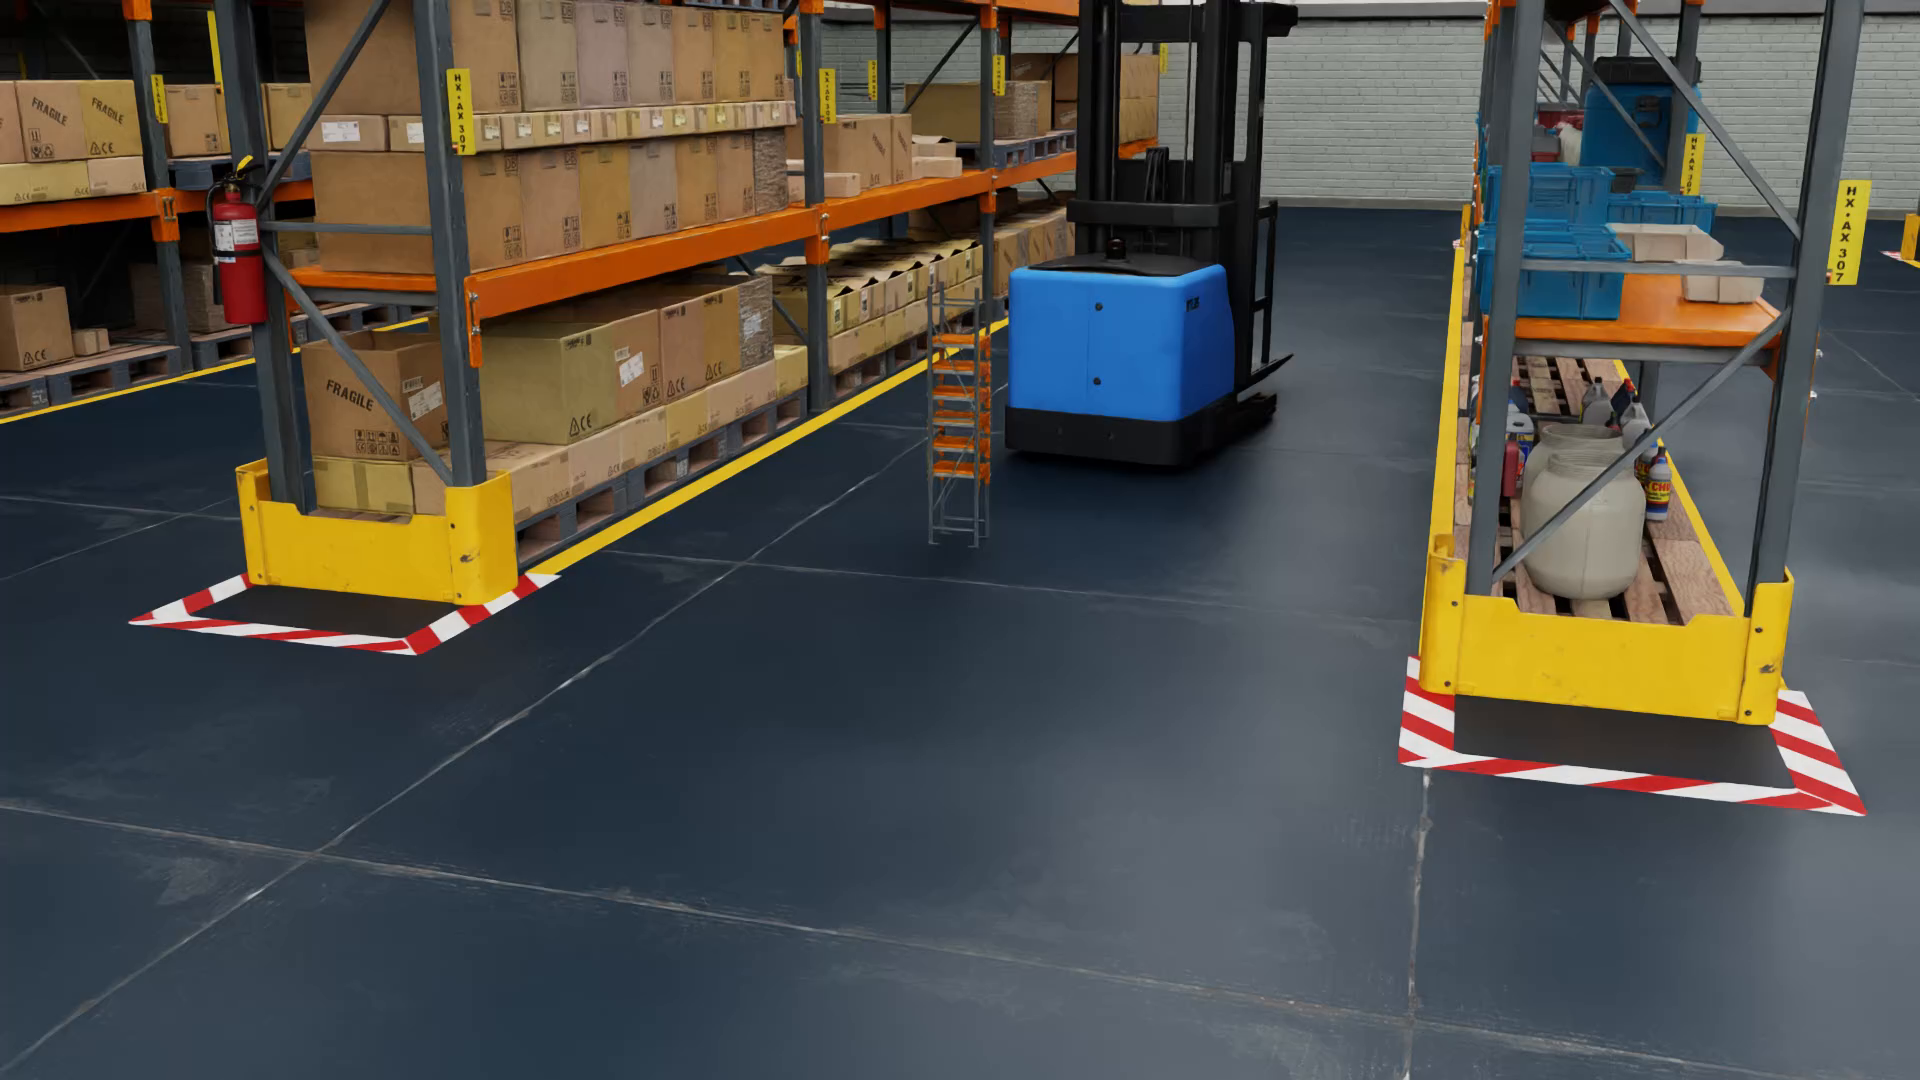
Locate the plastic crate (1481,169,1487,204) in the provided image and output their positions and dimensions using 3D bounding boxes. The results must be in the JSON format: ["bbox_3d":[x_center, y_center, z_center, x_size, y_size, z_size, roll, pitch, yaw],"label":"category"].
[{"bbox_3d":[3.628,-2.301,10.833,0.450,0.188,0.662,5,16,16],"label":"plastic crate"}]

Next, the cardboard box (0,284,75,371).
[{"bbox_3d":[-6.352,-1.428,11.142,0.500,0.500,0.500,3,16,12],"label":"cardboard box"}]

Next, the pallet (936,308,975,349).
[{"bbox_3d":[-0.479,-1.803,13.800,1.003,0.211,1.213,5,16,16],"label":"pallet"}]

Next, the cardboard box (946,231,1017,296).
[{"bbox_3d":[0.195,-2.463,14.791,0.500,0.500,0.500,5,17,18],"label":"cardboard box"}]

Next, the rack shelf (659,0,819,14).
[{"bbox_3d":[-1.913,-2.884,8.323,1.077,0.370,4.000,5,16,16],"label":"rack shelf"}]

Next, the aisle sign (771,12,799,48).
[{"bbox_3d":[-2.377,-7.079,22.528,0.394,0.787,0.004,5,16,16],"label":"aisle sign"}]

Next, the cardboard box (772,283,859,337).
[{"bbox_3d":[-0.989,-1.548,11.033,0.500,0.311,0.500,5,16,16],"label":"cardboard box"}]

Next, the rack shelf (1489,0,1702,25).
[{"bbox_3d":[3.972,-3.546,10.655,1.077,0.370,4.000,5,16,16],"label":"rack shelf"}]

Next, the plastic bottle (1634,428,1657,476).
[{"bbox_3d":[3.264,-0.397,7.926,0.097,0.271,0.097,0,16,0],"label":"plastic bottle"}]

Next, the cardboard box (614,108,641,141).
[{"bbox_3d":[-1.799,-2.047,8.178,0.380,0.149,0.250,4,16,15],"label":"cardboard box"}]

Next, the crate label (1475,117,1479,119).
[{"bbox_3d":[6.428,-4.974,20.066,0.416,0.233,0.303,5,16,16],"label":"crate label"}]

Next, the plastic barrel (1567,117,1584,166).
[{"bbox_3d":[4.094,-2.416,10.602,0.433,0.535,0.433,0,16,0],"label":"plastic barrel"}]

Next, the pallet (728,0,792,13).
[{"bbox_3d":[-2.886,-7.039,21.814,1.003,0.211,1.213,5,16,16],"label":"pallet"}]

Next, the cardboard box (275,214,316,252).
[{"bbox_3d":[-5.636,-2.509,13.580,0.500,0.250,0.500,4,16,14],"label":"cardboard box"}]

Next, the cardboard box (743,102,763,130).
[{"bbox_3d":[-1.361,-2.450,9.597,0.380,0.149,0.250,4,16,14],"label":"cardboard box"}]

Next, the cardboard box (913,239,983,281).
[{"bbox_3d":[-0.121,-2.350,13.859,0.500,0.311,0.500,5,17,17],"label":"cardboard box"}]

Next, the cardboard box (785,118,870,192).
[{"bbox_3d":[-0.961,-2.696,11.655,0.500,0.500,0.500,6,17,20],"label":"cardboard box"}]

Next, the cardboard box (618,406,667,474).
[{"bbox_3d":[-1.835,-0.528,8.464,0.500,0.250,0.500,5,16,16],"label":"cardboard box"}]

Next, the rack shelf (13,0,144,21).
[{"bbox_3d":[-6.664,-3.268,9.674,1.077,0.370,4.000,5,16,16],"label":"rack shelf"}]

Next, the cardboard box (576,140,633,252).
[{"bbox_3d":[-2.045,-1.701,8.145,0.700,0.500,0.500,5,17,16],"label":"cardboard box"}]

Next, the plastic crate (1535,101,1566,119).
[{"bbox_3d":[6.897,-5.009,19.817,0.616,0.435,0.499,5,16,16],"label":"plastic crate"}]

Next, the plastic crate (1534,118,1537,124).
[{"bbox_3d":[6.287,-4.376,17.866,0.437,0.282,0.530,5,16,16],"label":"plastic crate"}]

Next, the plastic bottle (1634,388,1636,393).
[{"bbox_3d":[3.583,-0.679,8.898,0.061,0.283,0.133,5,17,19],"label":"plastic bottle"}]

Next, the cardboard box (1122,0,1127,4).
[{"bbox_3d":[1.594,-6.144,18.771,0.500,0.250,0.500,5,16,16],"label":"cardboard box"}]

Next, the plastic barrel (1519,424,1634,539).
[{"bbox_3d":[2.523,-0.193,6.804,0.421,0.512,0.421,0,16,0],"label":"plastic barrel"}]

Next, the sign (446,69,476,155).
[{"bbox_3d":[-1.951,-1.674,6.503,0.100,0.325,0.005,5,16,16],"label":"sign"}]

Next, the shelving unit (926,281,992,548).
[{"bbox_3d":[-0.004,-0.573,7.652,0.258,1.200,0.189,5,16,16],"label":"shelving unit"}]

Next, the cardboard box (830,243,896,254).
[{"bbox_3d":[-0.780,-2.254,13.520,0.500,0.311,0.500,4,16,14],"label":"cardboard box"}]

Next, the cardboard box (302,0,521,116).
[{"bbox_3d":[-2.322,-2.071,7.074,0.700,0.500,0.500,5,16,16],"label":"cardboard box"}]

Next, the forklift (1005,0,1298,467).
[{"bbox_3d":[1.353,-2.168,10.101,1.130,2.935,3.031,8,18,25],"label":"forklift"}]

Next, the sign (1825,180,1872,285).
[{"bbox_3d":[2.793,-0.968,5.239,0.100,0.325,0.005,5,16,16],"label":"sign"}]

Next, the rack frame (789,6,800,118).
[{"bbox_3d":[-2.685,-5.833,22.898,1.000,3.000,0.127,5,16,16],"label":"rack frame"}]

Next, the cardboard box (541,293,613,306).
[{"bbox_3d":[-2.201,-1.061,8.968,0.500,0.500,0.500,5,16,16],"label":"cardboard box"}]

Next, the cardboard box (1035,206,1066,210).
[{"bbox_3d":[1.063,-3.261,17.605,0.500,0.500,0.500,5,16,16],"label":"cardboard box"}]

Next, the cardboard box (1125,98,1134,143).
[{"bbox_3d":[1.765,-4.962,19.643,0.500,0.500,0.500,4,16,15],"label":"cardboard box"}]

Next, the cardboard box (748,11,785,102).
[{"bbox_3d":[-1.465,-2.866,9.877,0.700,0.500,0.500,5,17,16],"label":"cardboard box"}]

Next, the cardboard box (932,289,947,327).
[{"bbox_3d":[-0.413,-1.813,12.995,0.500,0.250,0.500,5,17,17],"label":"cardboard box"}]

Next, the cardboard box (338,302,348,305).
[{"bbox_3d":[-5.485,-2.299,14.212,0.700,0.500,0.500,5,16,16],"label":"cardboard box"}]

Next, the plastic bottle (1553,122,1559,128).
[{"bbox_3d":[5.591,-3.740,15.609,0.144,0.351,0.185,5,16,16],"label":"plastic bottle"}]

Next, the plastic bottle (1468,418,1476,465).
[{"bbox_3d":[2.602,-0.523,8.225,0.144,0.351,0.185,4,16,15],"label":"plastic bottle"}]

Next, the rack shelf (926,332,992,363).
[{"bbox_3d":[-0.004,-0.877,7.566,0.258,0.103,0.180,5,16,16],"label":"rack shelf"}]

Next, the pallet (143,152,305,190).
[{"bbox_3d":[-5.739,-2.790,12.521,1.003,0.211,1.213,5,16,16],"label":"pallet"}]

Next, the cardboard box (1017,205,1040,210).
[{"bbox_3d":[0.558,-3.305,17.759,0.500,0.500,0.500,4,16,13],"label":"cardboard box"}]

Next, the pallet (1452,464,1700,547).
[{"bbox_3d":[2.828,-0.091,7.764,1.003,0.211,1.213,5,16,16],"label":"pallet"}]

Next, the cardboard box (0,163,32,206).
[{"bbox_3d":[-6.217,-2.221,10.402,0.500,0.250,0.500,5,16,16],"label":"cardboard box"}]

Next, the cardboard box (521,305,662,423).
[{"bbox_3d":[-1.846,-0.890,8.365,0.500,0.500,0.500,5,16,16],"label":"cardboard box"}]

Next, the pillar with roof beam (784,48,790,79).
[{"bbox_3d":[1.380,-9.159,23.629,9.100,9.000,0.400,5,16,16],"label":"pillar with roof beam"}]

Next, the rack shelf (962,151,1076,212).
[{"bbox_3d":[0.360,-3.534,16.111,1.077,0.370,4.000,5,16,16],"label":"rack shelf"}]

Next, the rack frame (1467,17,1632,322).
[{"bbox_3d":[4.540,-2.972,12.810,1.000,3.000,0.127,5,16,16],"label":"rack frame"}]

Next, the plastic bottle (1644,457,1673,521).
[{"bbox_3d":[3.081,-0.228,7.331,0.097,0.271,0.097,0,16,0],"label":"plastic bottle"}]

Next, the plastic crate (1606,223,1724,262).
[{"bbox_3d":[3.185,-1.354,7.590,0.530,0.136,0.437,5,16,16],"label":"plastic crate"}]

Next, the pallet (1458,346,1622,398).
[{"bbox_3d":[3.934,-1.113,11.365,1.003,0.211,1.213,5,16,16],"label":"pallet"}]

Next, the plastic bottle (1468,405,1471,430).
[{"bbox_3d":[2.835,-0.688,9.081,0.097,0.201,0.097,0,16,0],"label":"plastic bottle"}]

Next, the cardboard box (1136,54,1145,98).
[{"bbox_3d":[1.917,-5.573,19.966,0.500,0.500,0.500,5,17,17],"label":"cardboard box"}]
